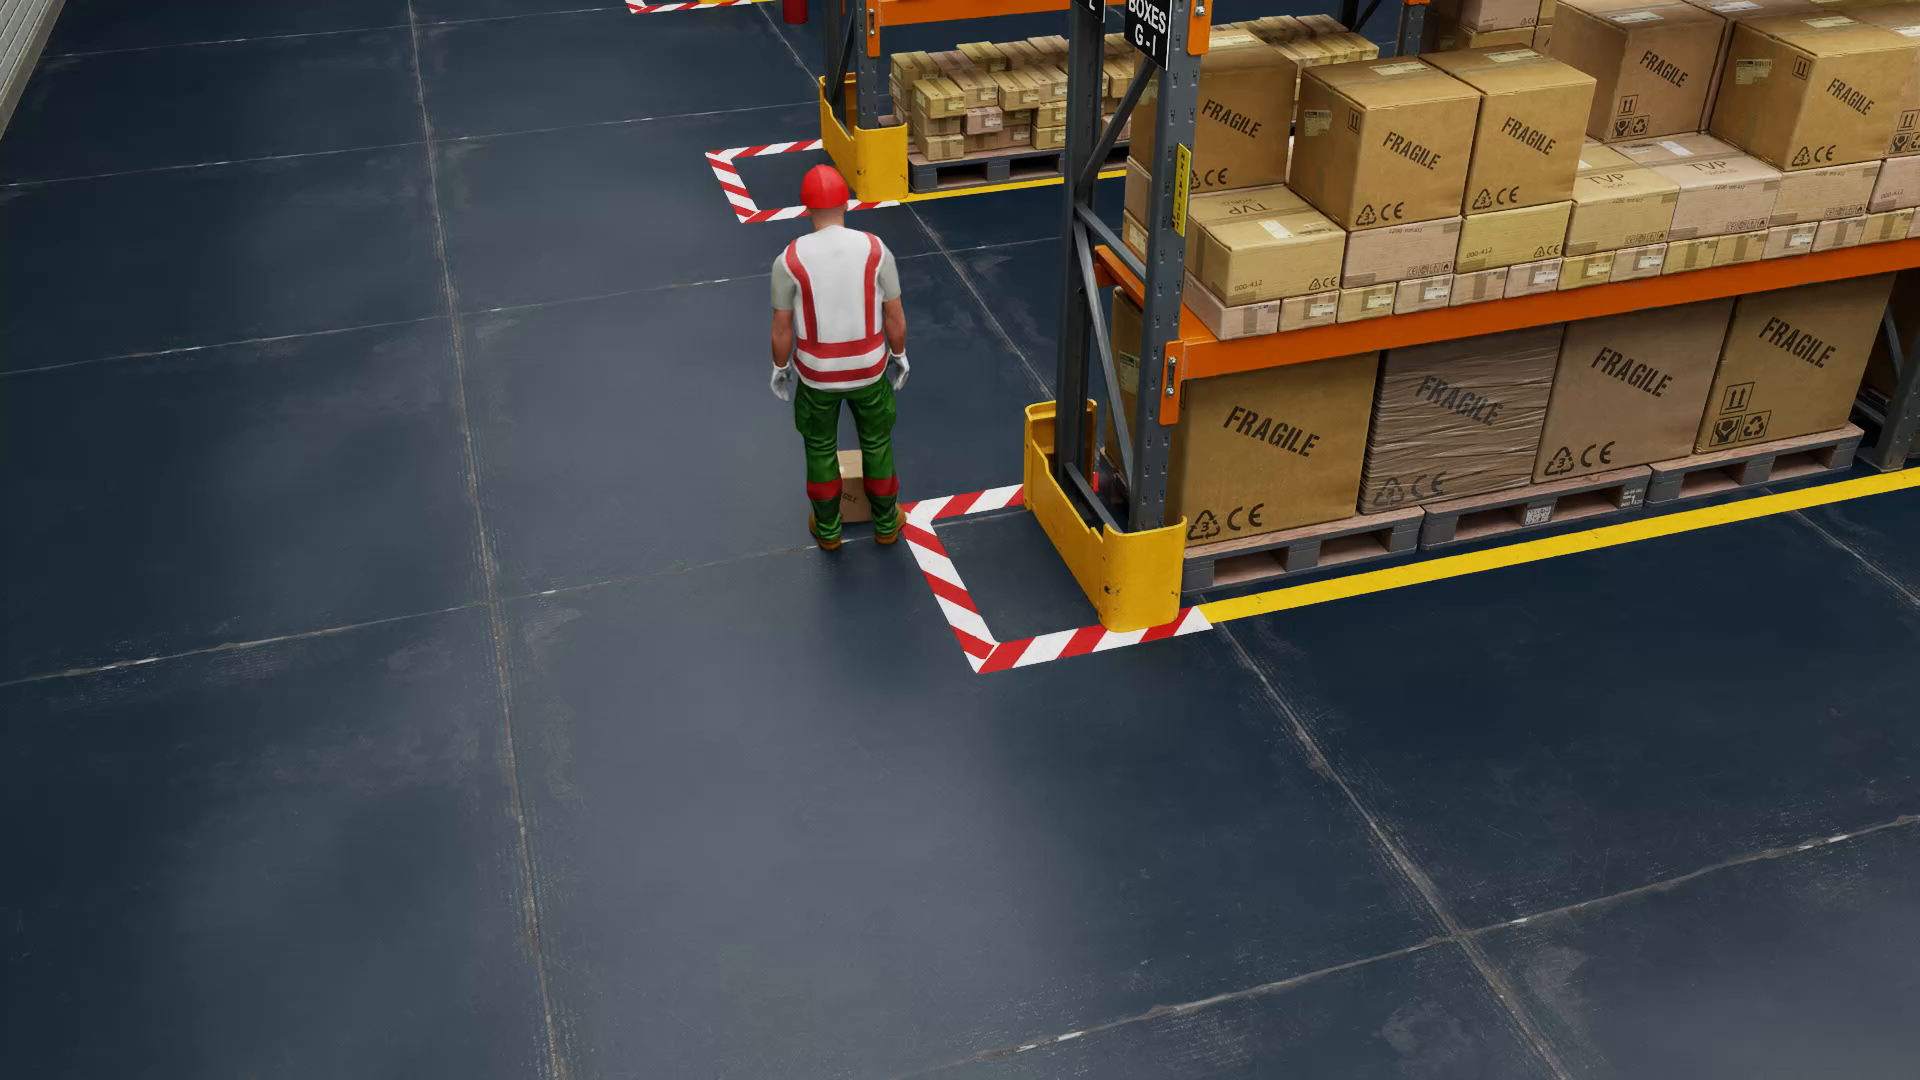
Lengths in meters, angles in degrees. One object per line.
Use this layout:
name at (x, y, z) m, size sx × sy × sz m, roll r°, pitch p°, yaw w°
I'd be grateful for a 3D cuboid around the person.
person at (-0.525, -0.763, 7.277) m, size 0.615 × 1.778 × 0.453 m, roll -5°, pitch 34°, yaw -8°
